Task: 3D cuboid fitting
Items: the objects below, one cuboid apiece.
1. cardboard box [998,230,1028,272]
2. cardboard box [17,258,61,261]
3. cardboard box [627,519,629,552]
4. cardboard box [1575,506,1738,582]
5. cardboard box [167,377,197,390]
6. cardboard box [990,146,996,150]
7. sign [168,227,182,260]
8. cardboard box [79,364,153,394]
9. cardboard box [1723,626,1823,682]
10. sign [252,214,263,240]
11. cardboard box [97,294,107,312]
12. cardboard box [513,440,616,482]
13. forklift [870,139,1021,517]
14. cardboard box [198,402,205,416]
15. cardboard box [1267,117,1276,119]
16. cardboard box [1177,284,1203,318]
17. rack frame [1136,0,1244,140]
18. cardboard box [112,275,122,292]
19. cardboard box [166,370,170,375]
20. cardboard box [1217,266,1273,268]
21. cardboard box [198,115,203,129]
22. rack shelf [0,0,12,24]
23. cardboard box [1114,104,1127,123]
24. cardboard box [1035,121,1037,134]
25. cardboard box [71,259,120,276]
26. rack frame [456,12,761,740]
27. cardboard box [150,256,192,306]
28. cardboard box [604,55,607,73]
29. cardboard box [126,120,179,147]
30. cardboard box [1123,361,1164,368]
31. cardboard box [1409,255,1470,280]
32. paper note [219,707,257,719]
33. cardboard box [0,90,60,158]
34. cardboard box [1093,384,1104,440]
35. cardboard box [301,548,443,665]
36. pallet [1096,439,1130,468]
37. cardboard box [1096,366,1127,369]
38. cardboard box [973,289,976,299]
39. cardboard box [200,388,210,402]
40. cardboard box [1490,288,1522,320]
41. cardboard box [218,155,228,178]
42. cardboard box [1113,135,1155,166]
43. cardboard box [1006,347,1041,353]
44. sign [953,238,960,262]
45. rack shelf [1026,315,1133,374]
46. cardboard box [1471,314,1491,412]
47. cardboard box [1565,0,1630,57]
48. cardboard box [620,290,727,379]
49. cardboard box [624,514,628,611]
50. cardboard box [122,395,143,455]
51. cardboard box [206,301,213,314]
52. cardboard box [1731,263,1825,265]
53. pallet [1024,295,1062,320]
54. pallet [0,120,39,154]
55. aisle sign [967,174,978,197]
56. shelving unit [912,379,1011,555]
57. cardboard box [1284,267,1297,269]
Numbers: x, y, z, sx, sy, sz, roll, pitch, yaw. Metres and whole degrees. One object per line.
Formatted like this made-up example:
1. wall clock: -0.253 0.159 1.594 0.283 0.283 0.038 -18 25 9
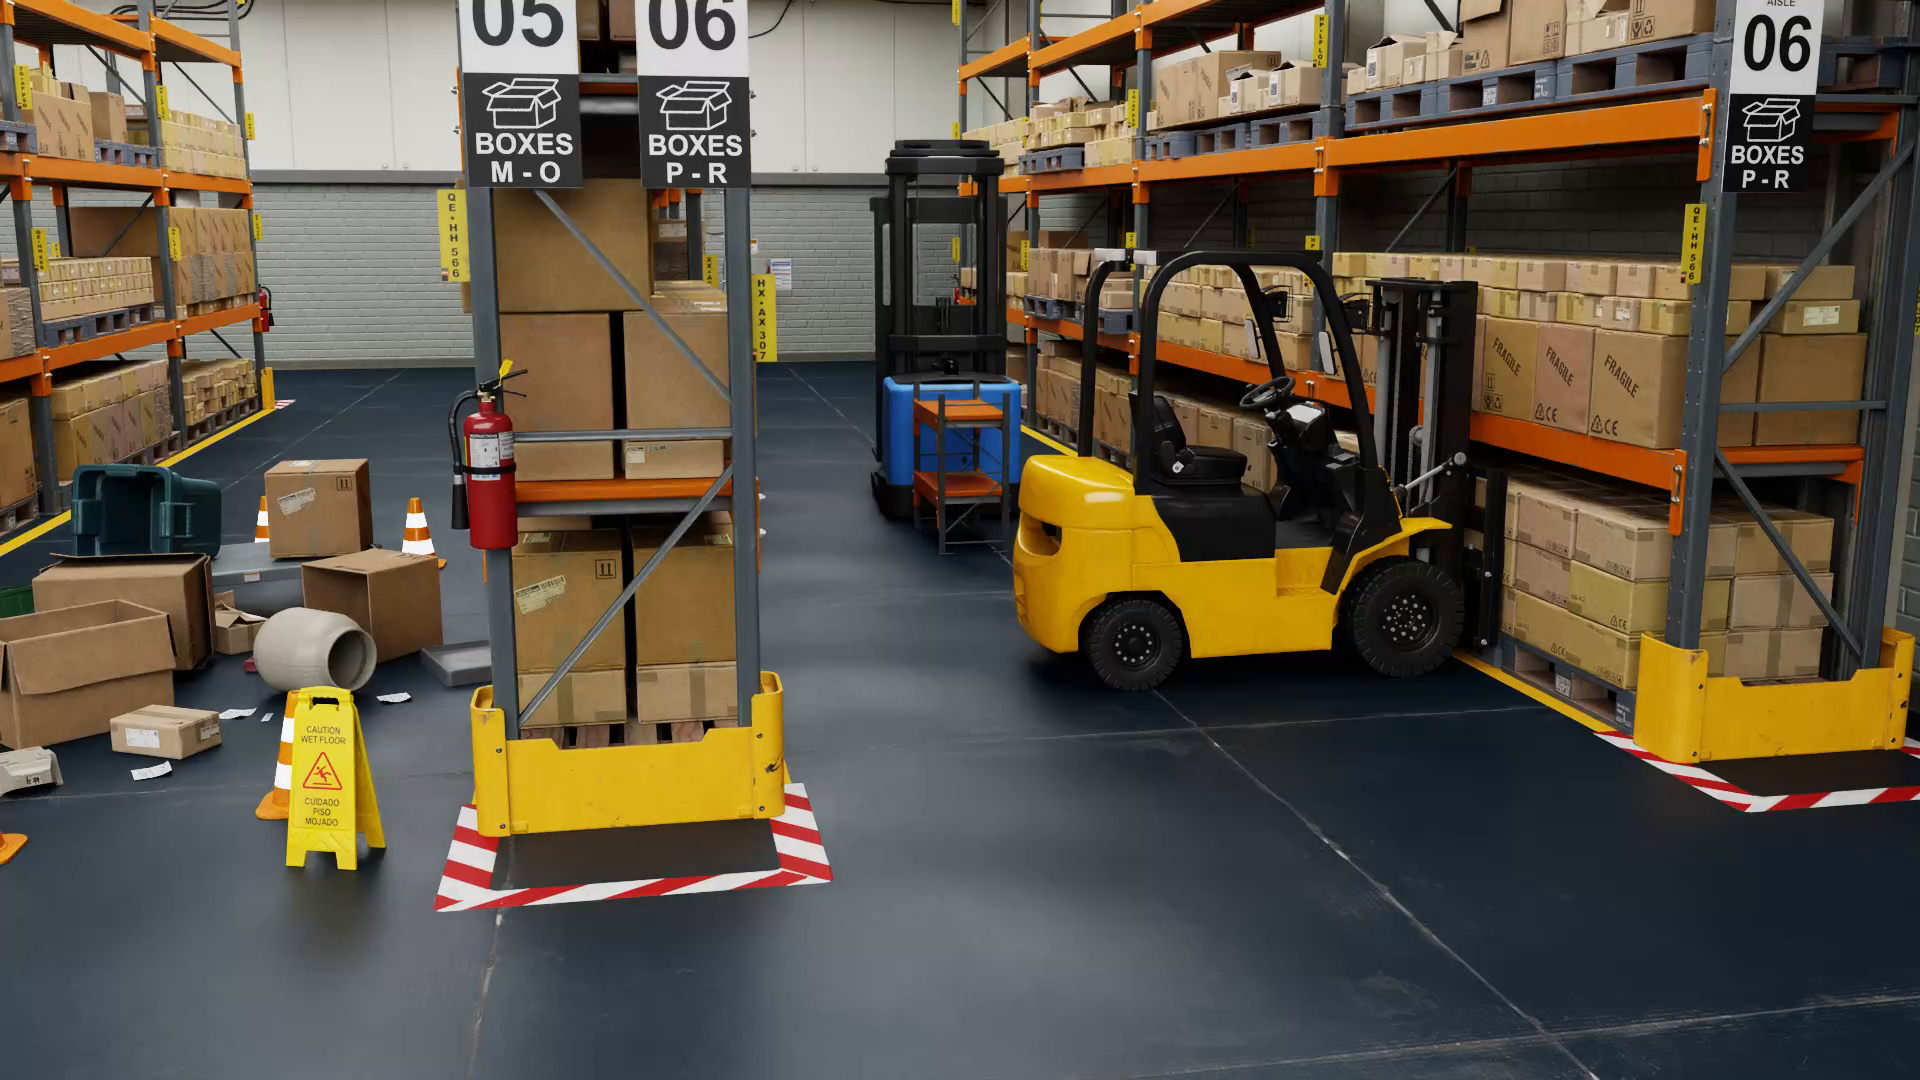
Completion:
1. cardboard box: 0.601 -3.575 20.557 0.500 0.500 0.500 -2 11 -10
2. cardboard box: -8.708 -2.577 15.672 0.380 0.149 0.250 -2 11 -11
3. cardboard box: -2.154 -0.132 10.771 0.950 0.372 0.625 -2 11 -10
4. cardboard box: 3.201 0.012 7.666 0.500 0.250 0.500 -2 11 -9
5. cardboard box: -8.398 -1.655 17.780 0.380 0.149 0.250 -2 11 -12
6. cardboard box: 0.633 -4.676 20.326 0.500 0.250 0.500 -2 11 -12
7. sign: -7.898 -2.979 16.727 0.100 0.325 0.005 -2 11 -11
8. cardboard box: -7.962 -1.514 15.683 0.500 0.250 0.500 -2 11 -8
9. cardboard box: 3.693 0.479 7.886 0.500 0.250 0.500 -2 11 -11
10. sign: -8.671 -3.863 20.529 0.100 0.325 0.005 -2 11 -11
11. cardboard box: -7.862 -2.118 14.853 0.380 0.149 0.250 -2 11 -13
12. cardboard box: -1.554 -0.324 6.548 0.380 0.149 0.250 -2 11 -9
13. forklift: -0.187 -1.841 14.032 1.130 2.935 3.031 -1 11 -6
14. cardboard box: -8.446 -1.410 18.086 0.380 0.149 0.250 -2 11 -12
15. cardboard box: 2.530 -3.262 12.522 0.380 0.166 0.250 -2 11 -11
16. cardboard box: 2.068 -1.928 13.369 0.500 0.250 0.500 -2 11 -12
17. rack frame: 2.041 -4.982 14.305 1.000 3.000 0.127 -2 11 -11
18. cardboard box: -7.966 -2.361 15.329 0.380 0.149 0.250 -3 11 -14
19. cardboard box: -9.033 -1.829 18.694 0.380 0.149 0.250 -2 11 -11
20. cardboard box: 2.220 -2.053 12.959 0.380 0.149 0.250 -2 11 -11
21. cardboard box: -8.533 -4.583 18.227 0.380 0.149 0.250 -2 11 -13
22. rack shelf: -7.274 -3.686 10.488 1.077 0.370 4.000 -2 11 -11
23. cardboard box: 1.635 -3.928 15.329 0.380 0.149 0.250 -2 11 -13
24. cardboard box: 1.012 -4.403 17.772 0.380 0.149 0.250 -2 11 -10
25. cardboard box: -7.975 -2.508 15.306 0.380 0.149 0.250 -2 11 -13
26. rack frame: -1.272 -0.387 6.205 1.000 3.000 0.127 -2 11 -11
27. cardboard box: -8.290 -2.684 17.214 0.500 0.500 0.500 -2 11 -12
28. cardboard box: -2.123 -2.481 8.794 0.500 0.250 0.500 -2 11 -11
29. cardboard box: -8.300 -4.131 16.922 0.500 0.250 0.500 -2 11 -9
30. cardboard box: 1.911 -1.773 17.316 0.380 0.149 0.250 -2 11 -10
31. cardboard box: 2.814 -1.557 9.559 0.380 0.149 0.250 -2 11 -12
32. paper note: -3.426 0.815 7.862 0.148 0.019 0.142 2 11 9
33. cardboard box: -7.513 -3.292 13.182 0.500 0.500 0.500 -2 11 -11
34. cardboard box: 1.556 -1.271 16.415 0.500 0.500 0.500 -2 11 -9
35. cardboard box: -3.176 0.352 9.001 0.500 0.500 0.500 6 12 28
36. pallet: 1.933 -0.803 15.854 1.003 0.211 1.213 -2 11 -11
37. cardboard box: 1.466 -1.658 16.711 0.380 0.149 0.250 -3 11 -14
38. cardboard box: 0.374 -3.264 21.993 0.380 0.149 0.250 -2 11 -10
39. cardboard box: -8.498 -1.606 18.320 0.380 0.149 0.250 -2 11 -8
40. cardboard box: 2.981 -1.223 8.599 0.380 0.149 0.250 -2 11 -11
41. cardboard box: -8.682 -4.264 18.955 0.500 0.250 0.500 -2 11 -9
42. cardboard box: 1.703 -3.520 15.048 0.500 0.250 0.500 -2 11 -13
43. cardboard box: 0.639 -2.207 21.331 0.700 0.500 0.500 -2 11 -9
44. sign: -0.048 -3.908 22.390 0.100 0.325 0.005 -2 11 -11
45. rack shelf: 1.652 -2.048 16.861 1.077 0.370 4.000 -2 11 -11
46. cardboard box: 2.943 -0.979 9.050 0.500 0.500 0.500 -2 11 -11
47. cardboard box: 3.088 -2.418 7.826 0.396 0.266 0.258 -2 11 -11
48. cardboard box: -1.403 -0.960 8.155 0.500 0.500 0.500 -2 11 -12
49. cardboard box: -1.879 0.064 8.065 0.500 0.500 0.500 -2 11 -12
50. cardboard box: -7.855 -1.052 15.265 0.500 0.500 0.500 -2 11 -12
51. cardboard box: -8.479 -2.569 18.344 0.380 0.149 0.250 -2 11 -8
52. cardboard box: 3.750 -1.202 7.692 0.380 0.149 0.250 -2 11 -9
53. pallet: 1.311 -2.524 17.948 1.003 0.211 1.213 -2 11 -11
54. pallet: -7.486 -2.920 11.998 1.213 0.211 1.003 -2 11 -8
55. aisle sign: 0.183 -4.781 22.342 0.394 0.787 0.004 -2 11 -11
56. shelving unit: -0.001 -0.554 12.098 0.538 1.125 1.048 -2 11 -11
57. cardboard box: 2.710 -2.023 12.800 0.380 0.149 0.250 -2 11 -11
